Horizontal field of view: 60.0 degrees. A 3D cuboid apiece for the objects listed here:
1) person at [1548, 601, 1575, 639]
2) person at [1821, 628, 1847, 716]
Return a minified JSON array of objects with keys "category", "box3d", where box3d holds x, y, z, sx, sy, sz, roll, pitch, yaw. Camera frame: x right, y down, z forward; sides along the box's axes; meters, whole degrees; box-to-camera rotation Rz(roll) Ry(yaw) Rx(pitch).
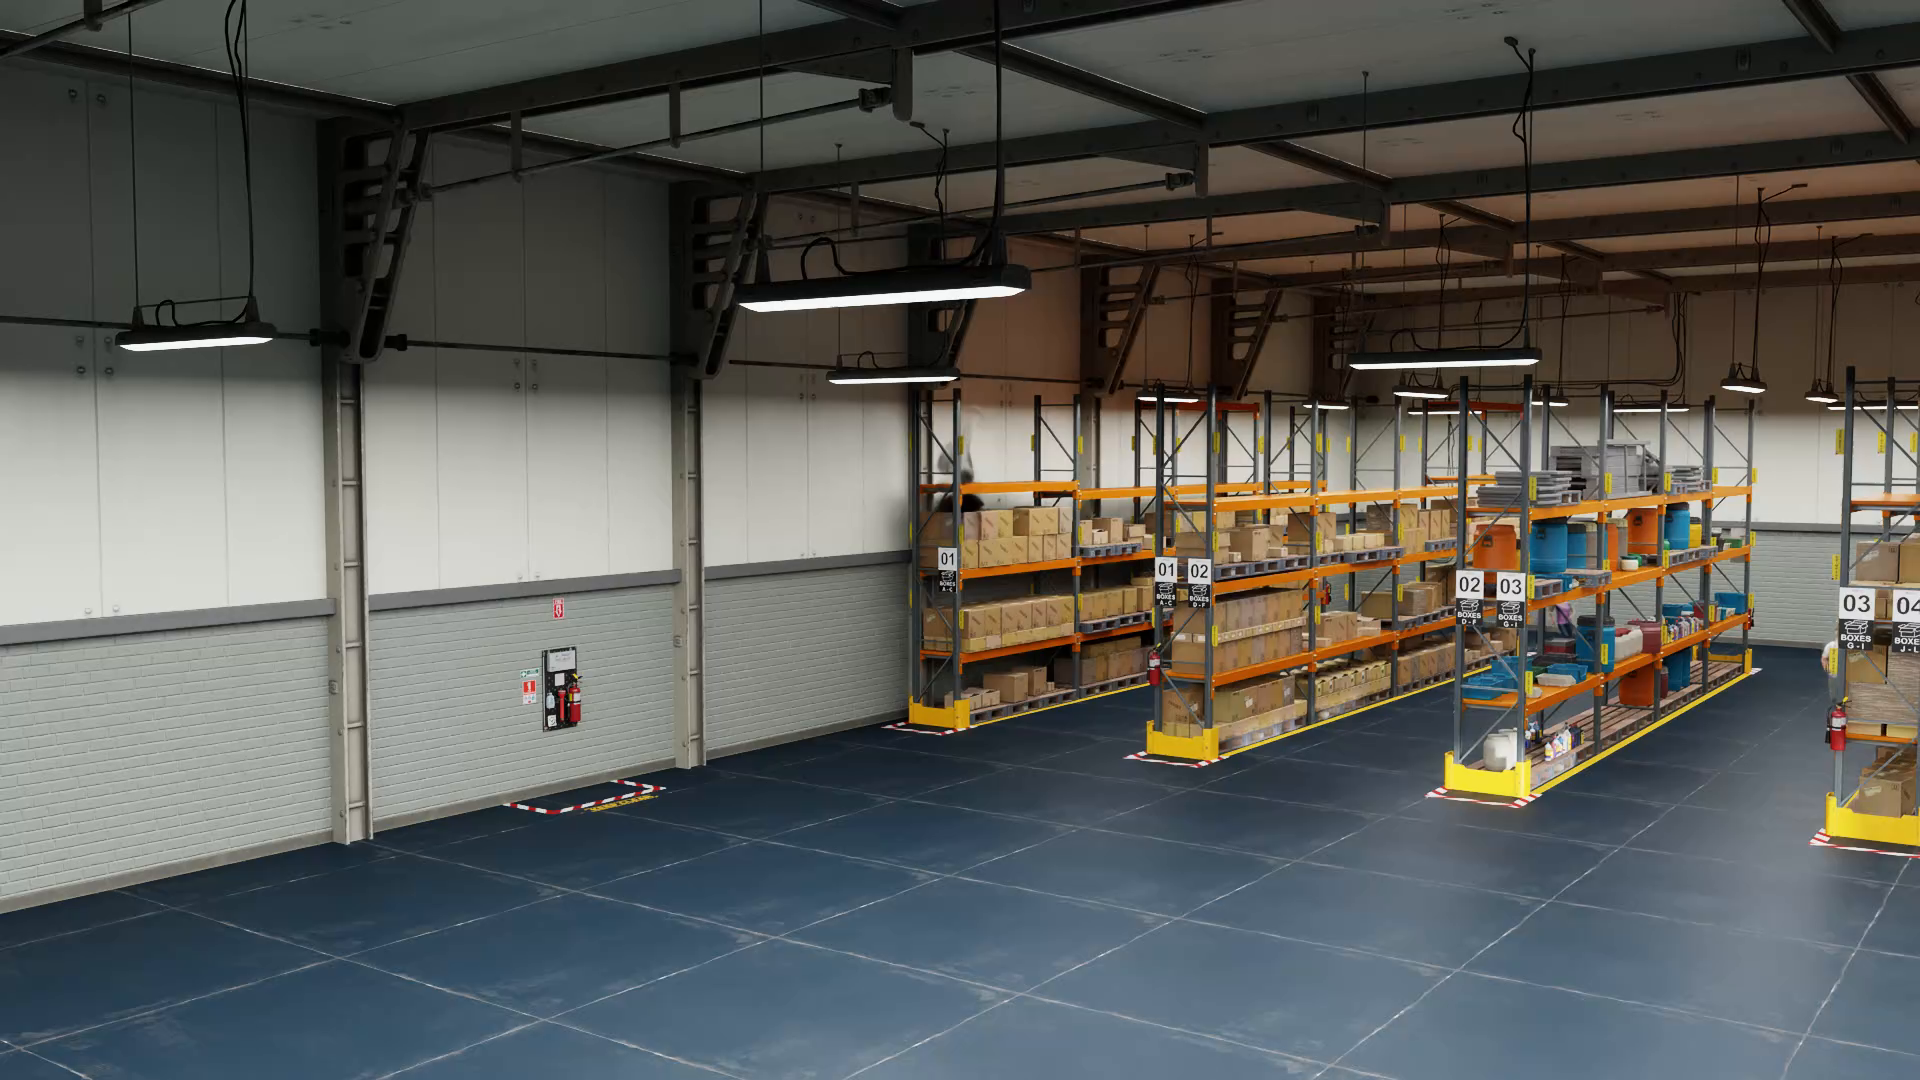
[{"category":"person","box3d":[14.165,1.976,39.091,0.596,1.587,0.801,0,3,4]},{"category":"person","box3d":[15.833,2.427,29.869,0.654,1.761,0.897,2,4,34]}]
